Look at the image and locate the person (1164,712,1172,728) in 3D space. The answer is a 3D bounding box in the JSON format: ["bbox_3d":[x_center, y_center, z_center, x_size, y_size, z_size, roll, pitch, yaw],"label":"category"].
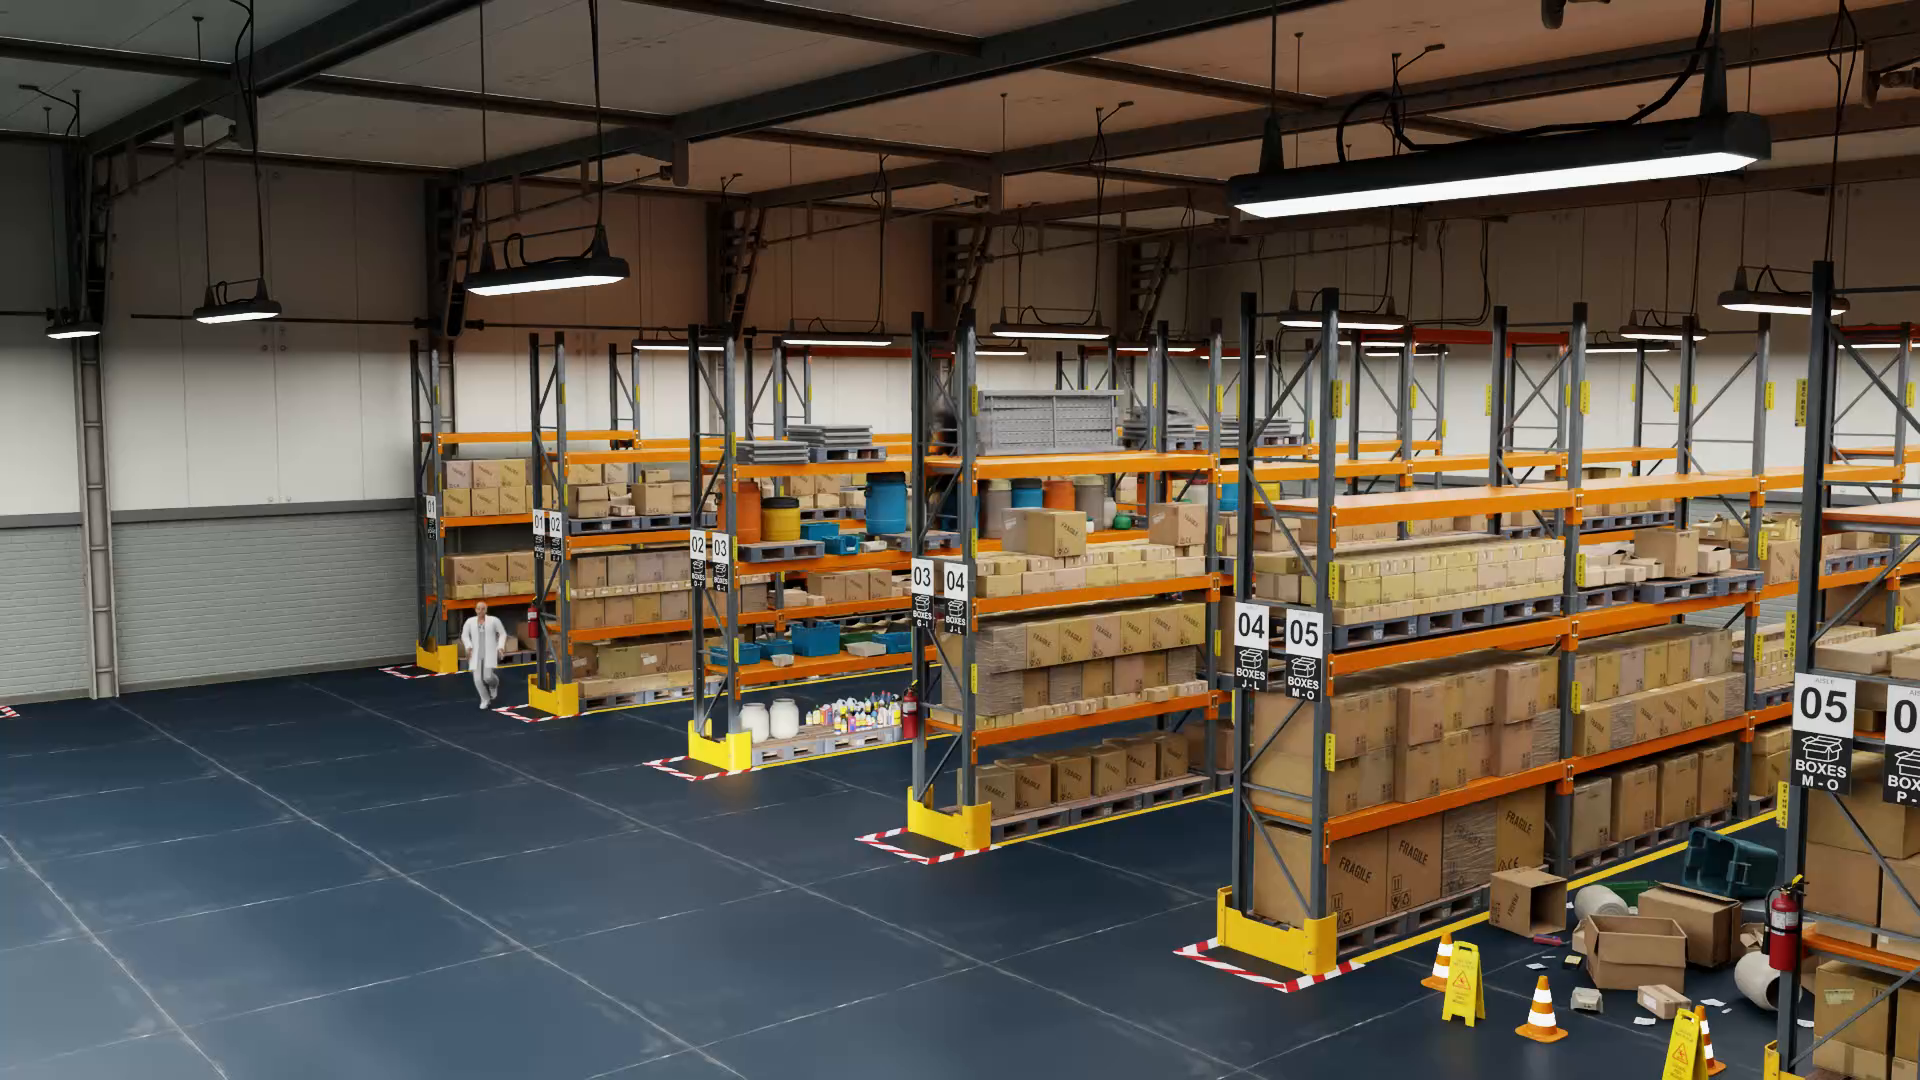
[{"bbox_3d":[2.932,2.119,24.292,0.599,1.625,0.618,4,6,35],"label":"person"}]

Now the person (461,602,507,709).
[{"bbox_3d":[-7.651,1.843,26.701,0.690,1.727,0.681,0,5,-5],"label":"person"}]
